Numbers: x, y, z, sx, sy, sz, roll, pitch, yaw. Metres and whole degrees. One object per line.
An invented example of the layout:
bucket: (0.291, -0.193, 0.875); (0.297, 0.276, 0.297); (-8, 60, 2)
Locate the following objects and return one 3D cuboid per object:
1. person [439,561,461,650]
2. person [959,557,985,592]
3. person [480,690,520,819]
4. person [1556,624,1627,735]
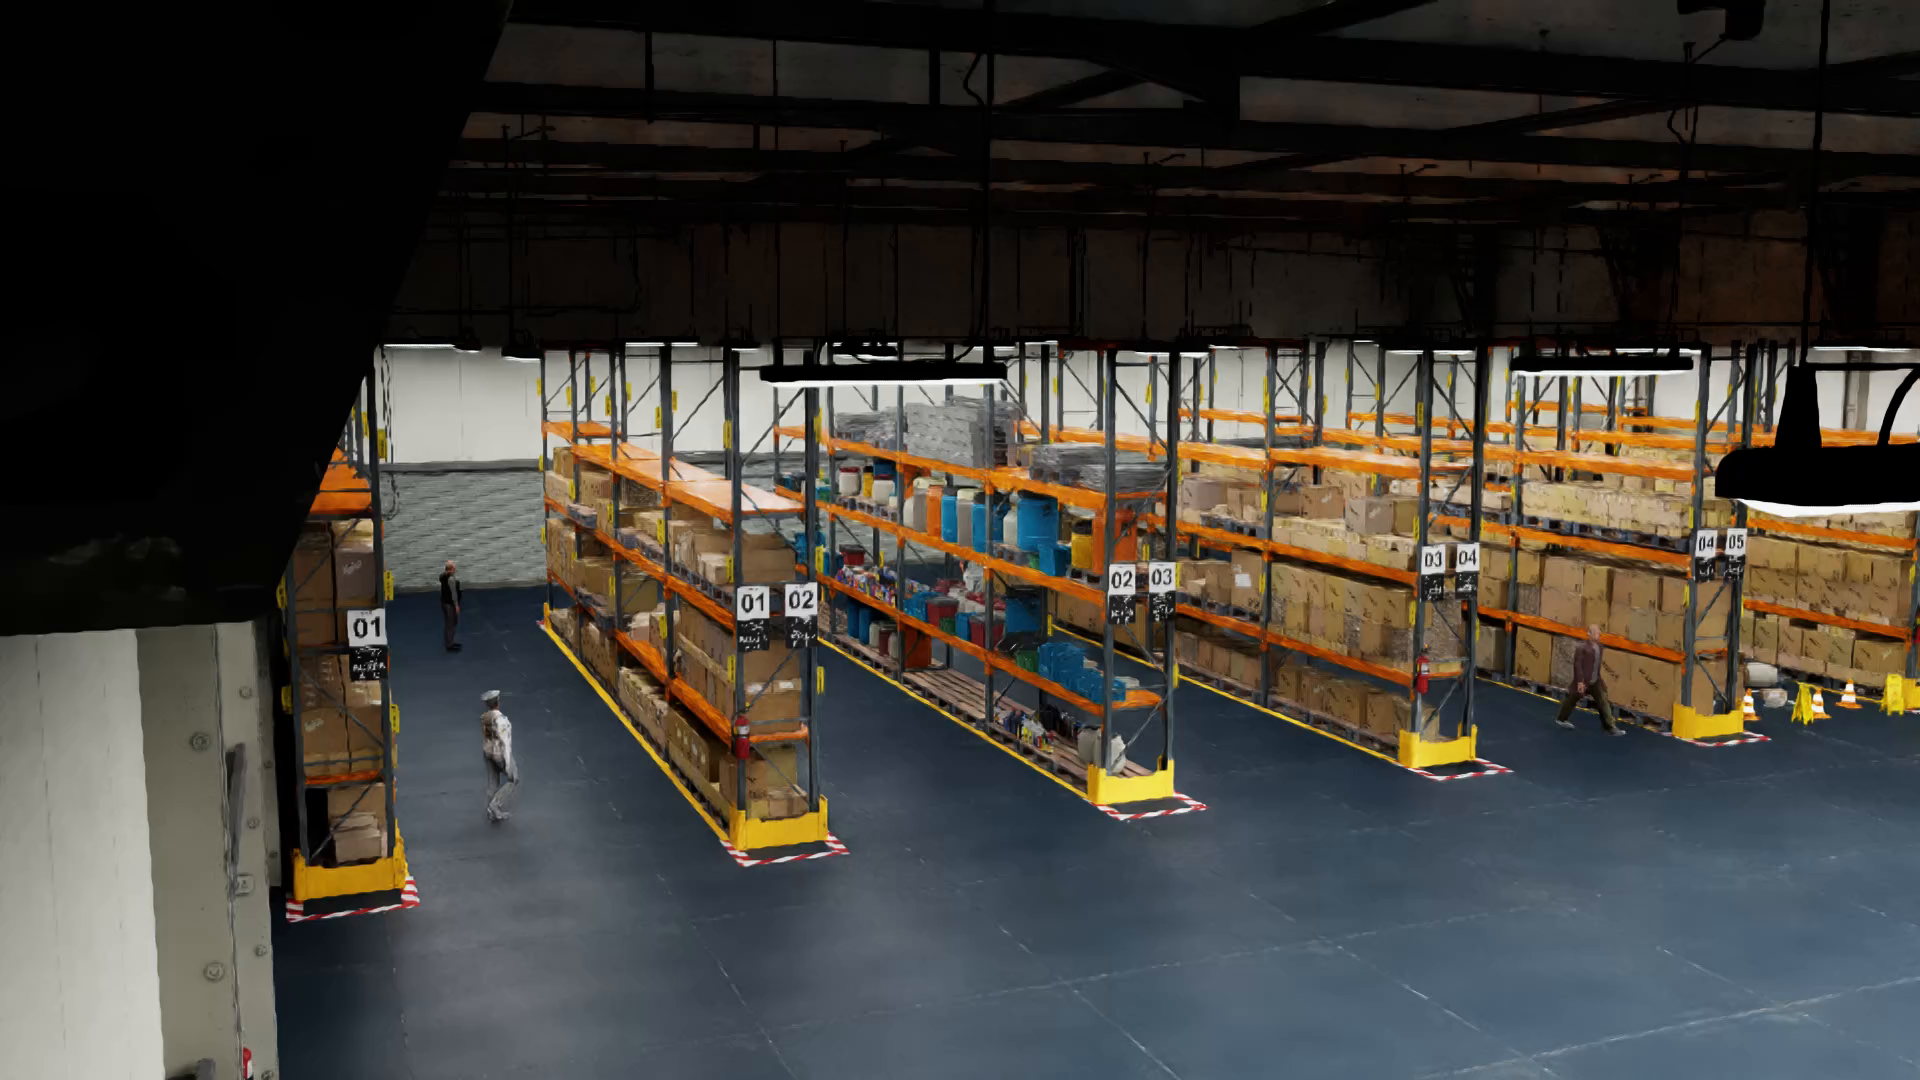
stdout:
person: (-9.899, 1.258, 32.373); (0.376, 1.732, 0.593); (-5, 9, -35)
person: (0.322, 0.799, 36.003); (0.677, 1.741, 0.547); (-3, 8, -23)
person: (-5.913, 2.756, 21.196); (0.502, 1.673, 0.414); (6, 10, 40)
person: (9.722, 2.134, 25.667); (0.601, 1.694, 1.185); (-3, 8, -24)
